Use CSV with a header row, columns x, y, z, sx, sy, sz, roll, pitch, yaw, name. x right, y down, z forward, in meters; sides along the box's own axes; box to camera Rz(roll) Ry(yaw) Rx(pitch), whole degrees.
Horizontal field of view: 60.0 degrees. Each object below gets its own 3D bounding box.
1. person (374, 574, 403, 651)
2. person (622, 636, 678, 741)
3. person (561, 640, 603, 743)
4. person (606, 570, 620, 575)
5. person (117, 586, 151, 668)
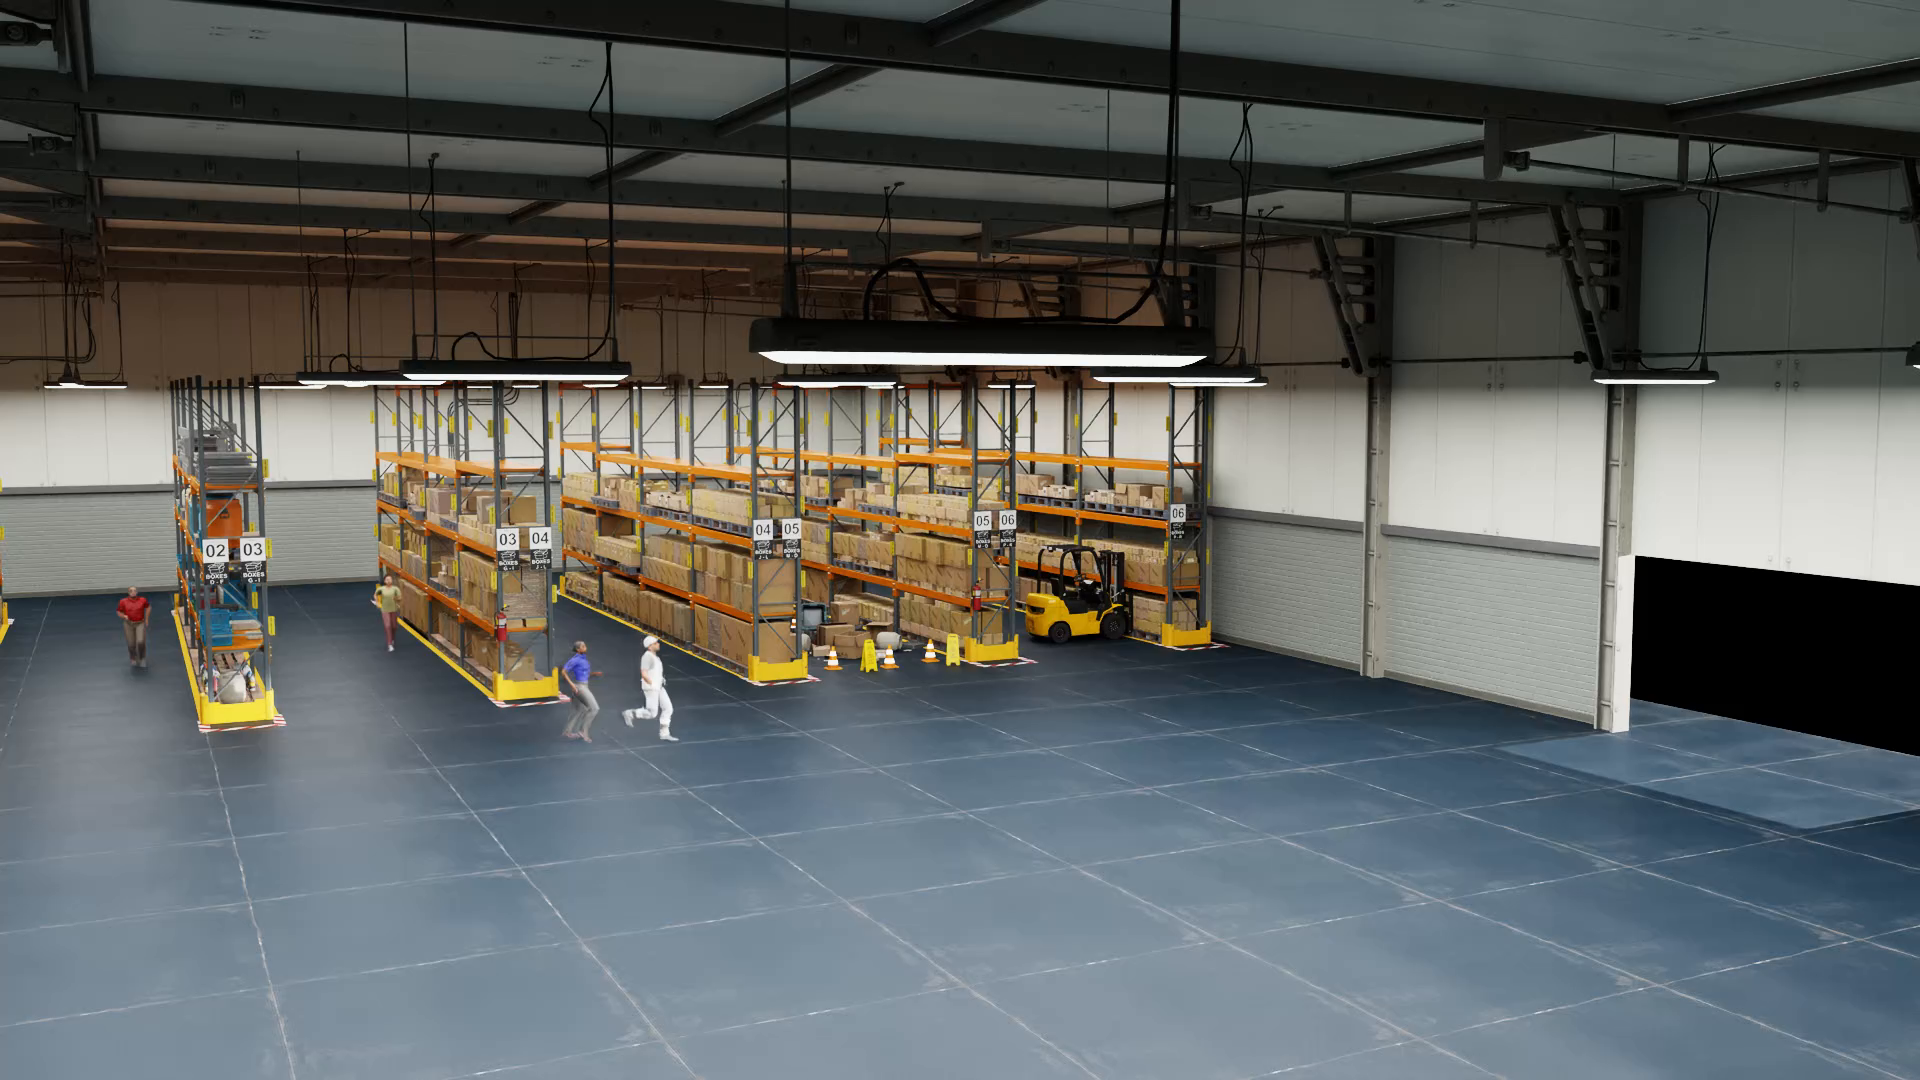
x,y,z,sx,sy,sz,roll,pitch,yaw,name
-12.665,1.585,36.914,0.575,1.652,0.970,-3,6,-29,person
-5.093,2.445,27.325,0.897,1.752,0.655,1,5,7,person
-6.198,2.491,27.241,0.713,1.677,0.542,0,5,-3,person
-10.197,0.540,48.662,0.905,1.685,0.720,2,6,23,person
-17.112,1.816,34.465,0.627,1.738,0.732,-2,6,-25,person
